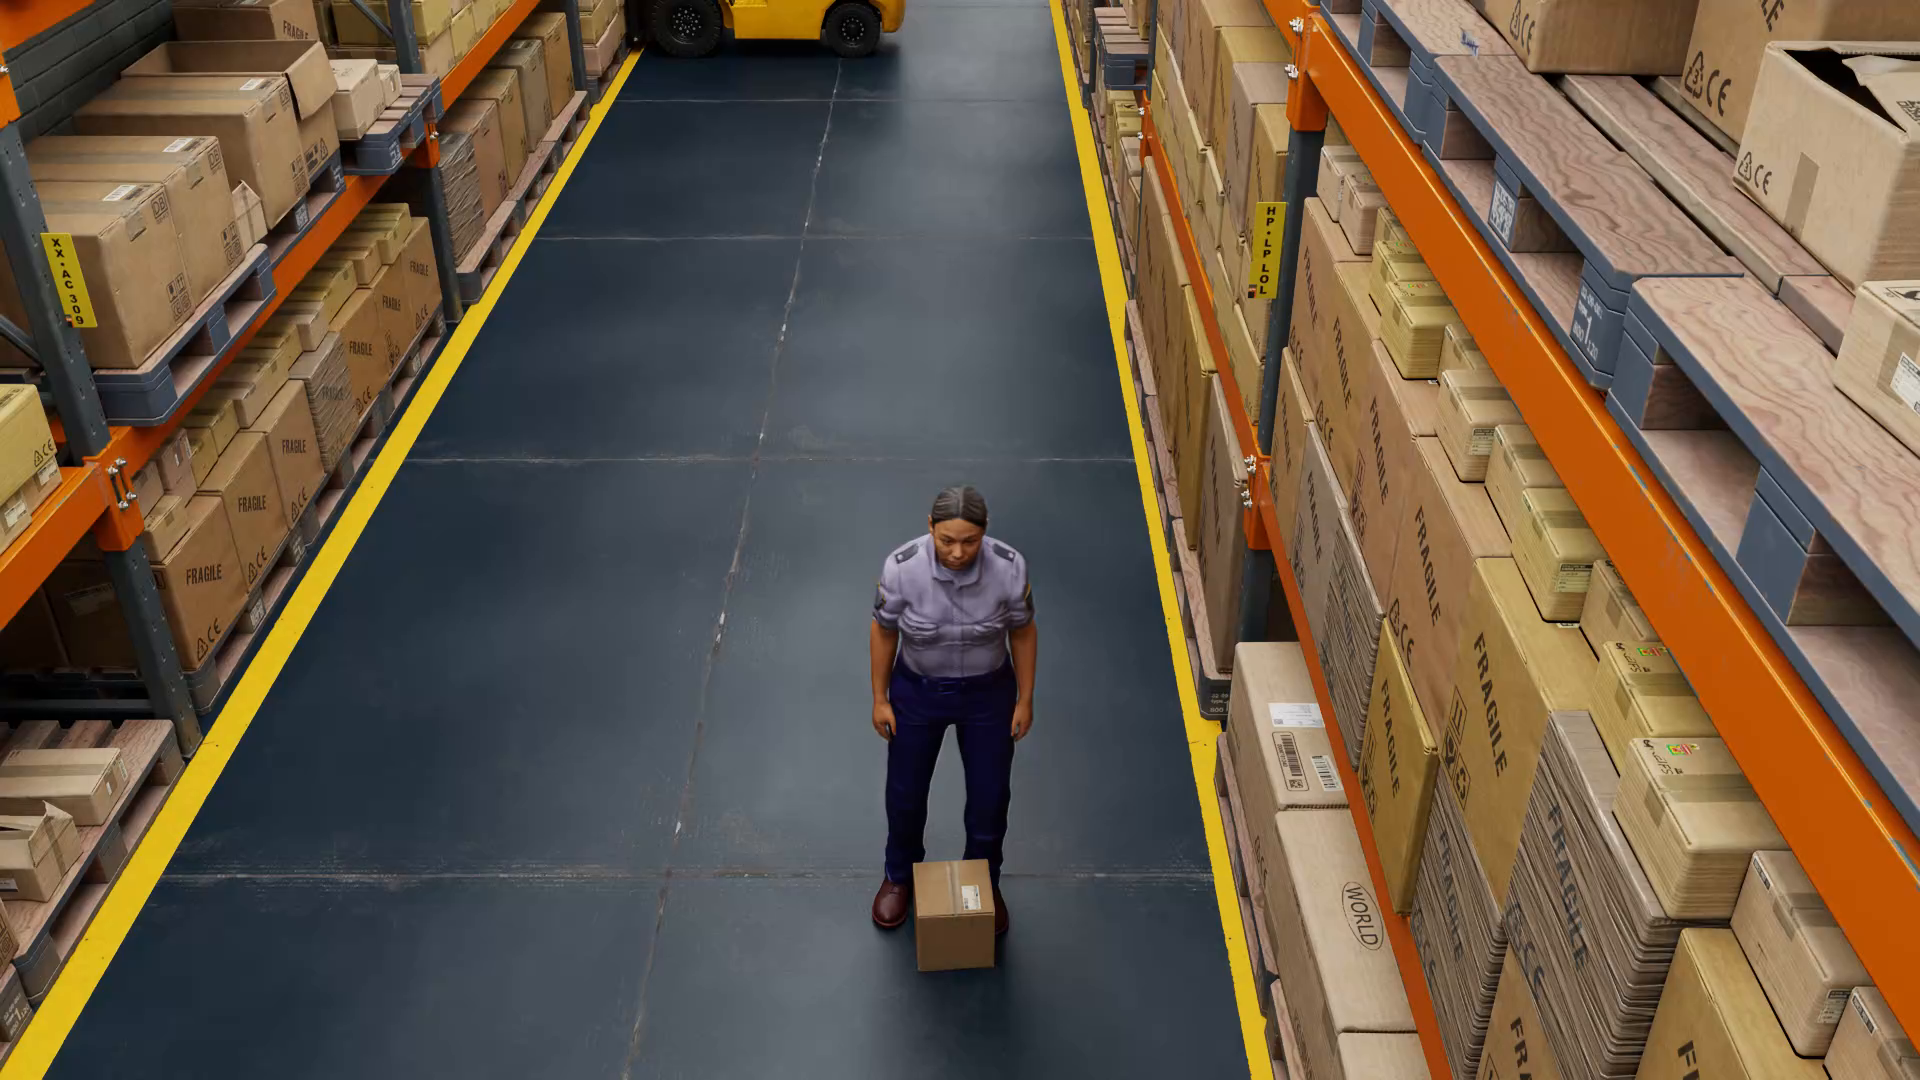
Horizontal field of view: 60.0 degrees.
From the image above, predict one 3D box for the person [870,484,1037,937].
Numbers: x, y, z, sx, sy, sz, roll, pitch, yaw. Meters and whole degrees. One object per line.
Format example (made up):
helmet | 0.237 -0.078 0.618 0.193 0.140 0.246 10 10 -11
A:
person | -0.029 0.526 5.291 0.543 1.652 0.414 0 32 0
